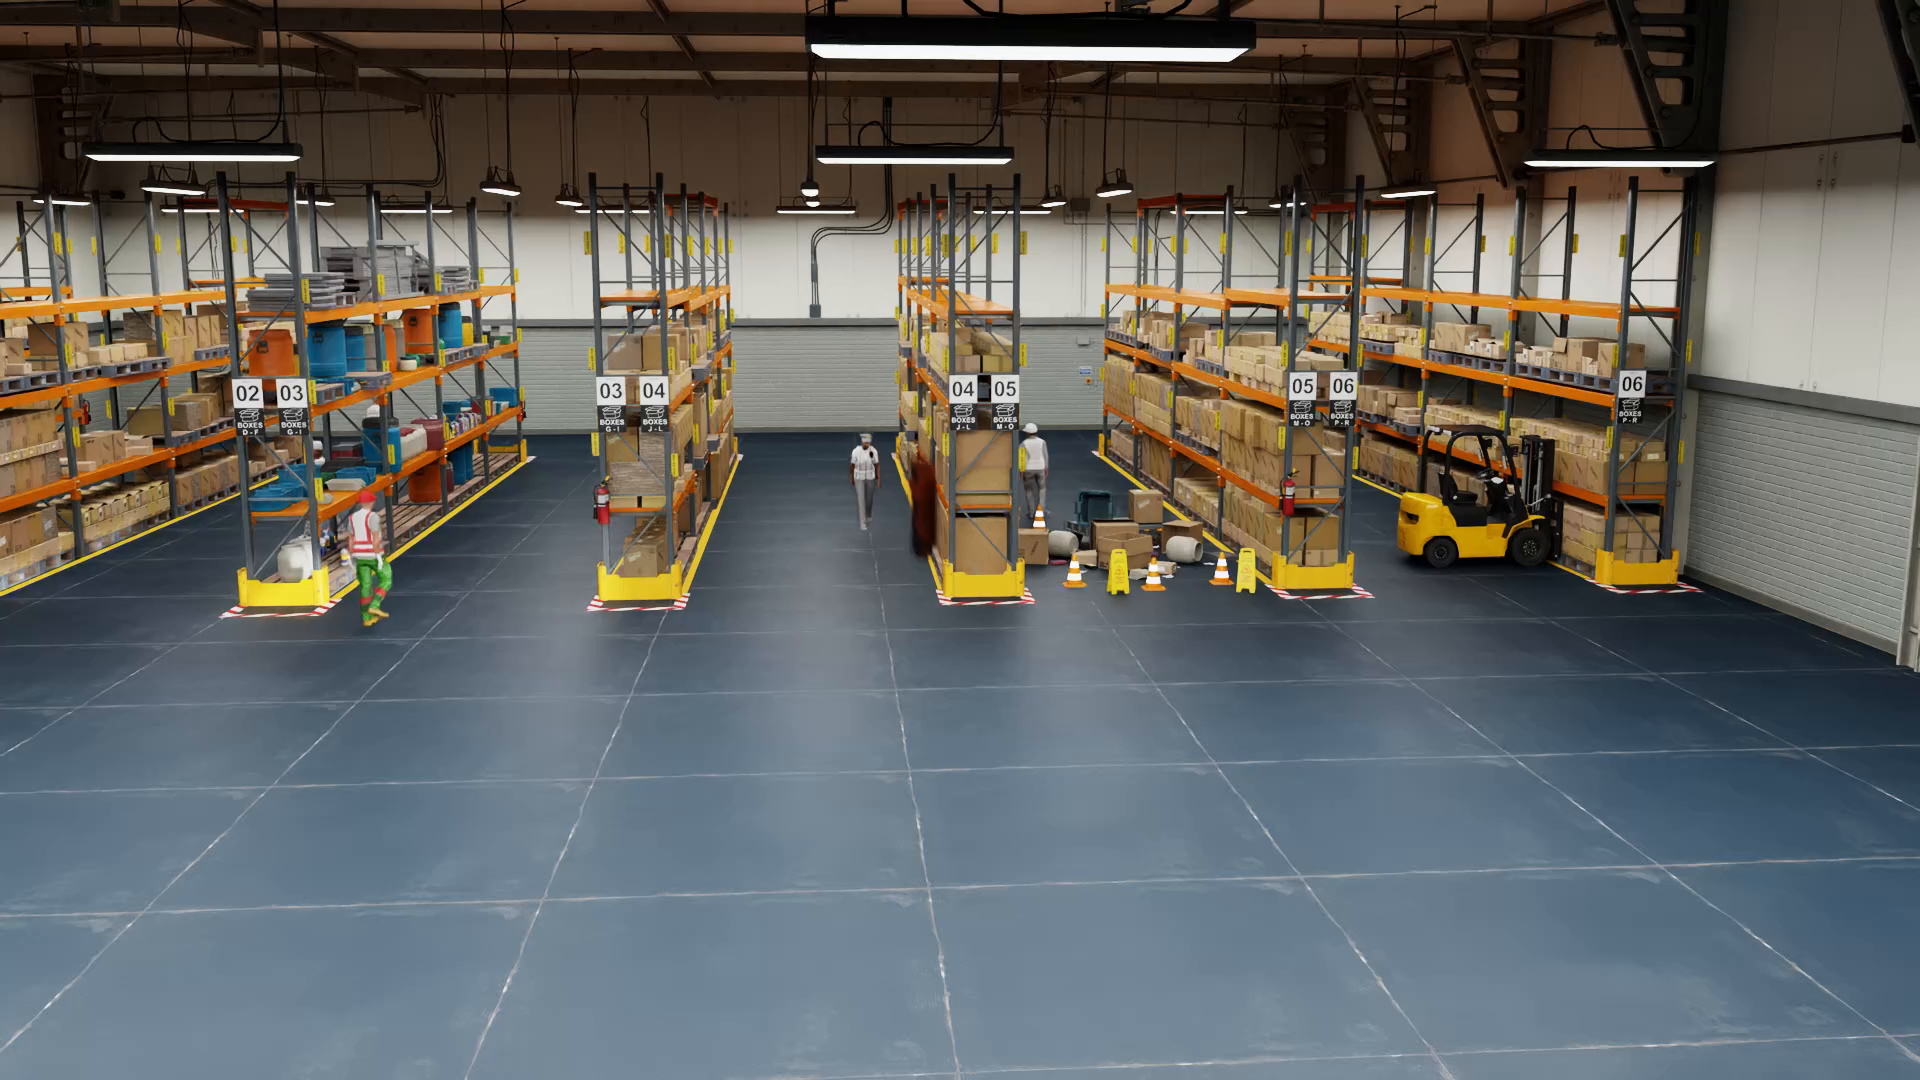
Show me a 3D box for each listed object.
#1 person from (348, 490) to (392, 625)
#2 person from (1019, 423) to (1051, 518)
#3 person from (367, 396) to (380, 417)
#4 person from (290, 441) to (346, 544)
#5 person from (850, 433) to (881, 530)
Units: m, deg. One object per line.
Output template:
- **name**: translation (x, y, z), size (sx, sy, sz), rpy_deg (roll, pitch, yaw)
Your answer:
- **person**: translation (-7.917, 0.234, 22.231), size (0.572, 1.774, 0.549), rpy_deg (2, 10, 9)
- **person**: translation (1.394, -1.294, 30.957), size (0.586, 1.771, 0.503), rpy_deg (-2, 10, -12)
- **person**: translation (-12.988, -2.362, 37.040), size (0.573, 1.758, 0.516), rpy_deg (7, 12, 35)
- **person**: translation (-10.921, -0.809, 28.195), size (0.926, 1.756, 0.564), rpy_deg (-4, 11, -21)
- **person**: translation (-1.595, -1.017, 28.071), size (0.509, 1.596, 0.997), rpy_deg (-1, 10, -7)
